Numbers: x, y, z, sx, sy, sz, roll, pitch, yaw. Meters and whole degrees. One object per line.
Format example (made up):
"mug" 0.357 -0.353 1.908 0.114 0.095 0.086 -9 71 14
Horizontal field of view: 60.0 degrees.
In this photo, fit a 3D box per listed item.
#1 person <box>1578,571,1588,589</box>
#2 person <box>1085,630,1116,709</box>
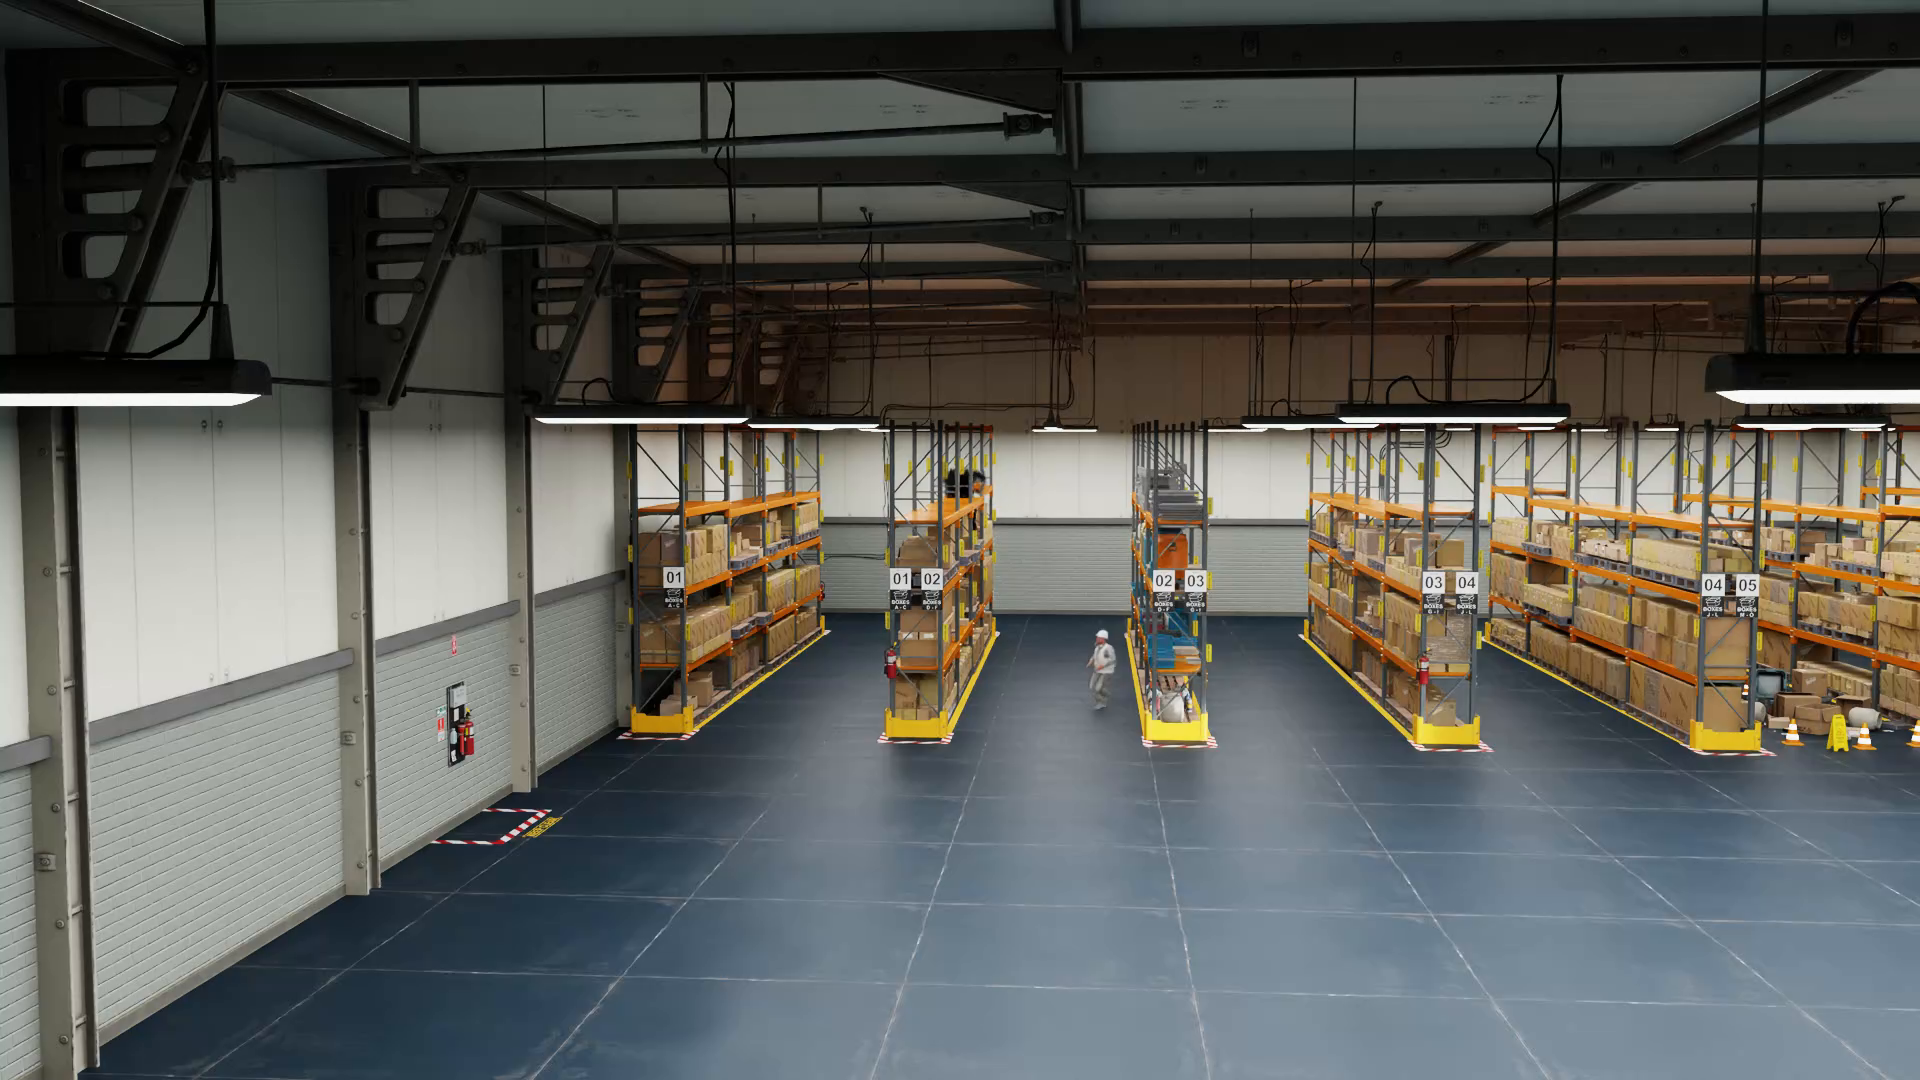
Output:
"person" 17.834 1.810 47.719 0.948 1.843 0.669 -1 4 -13
"person" 2.979 2.714 34.646 0.529 1.678 0.719 -4 5 -44
